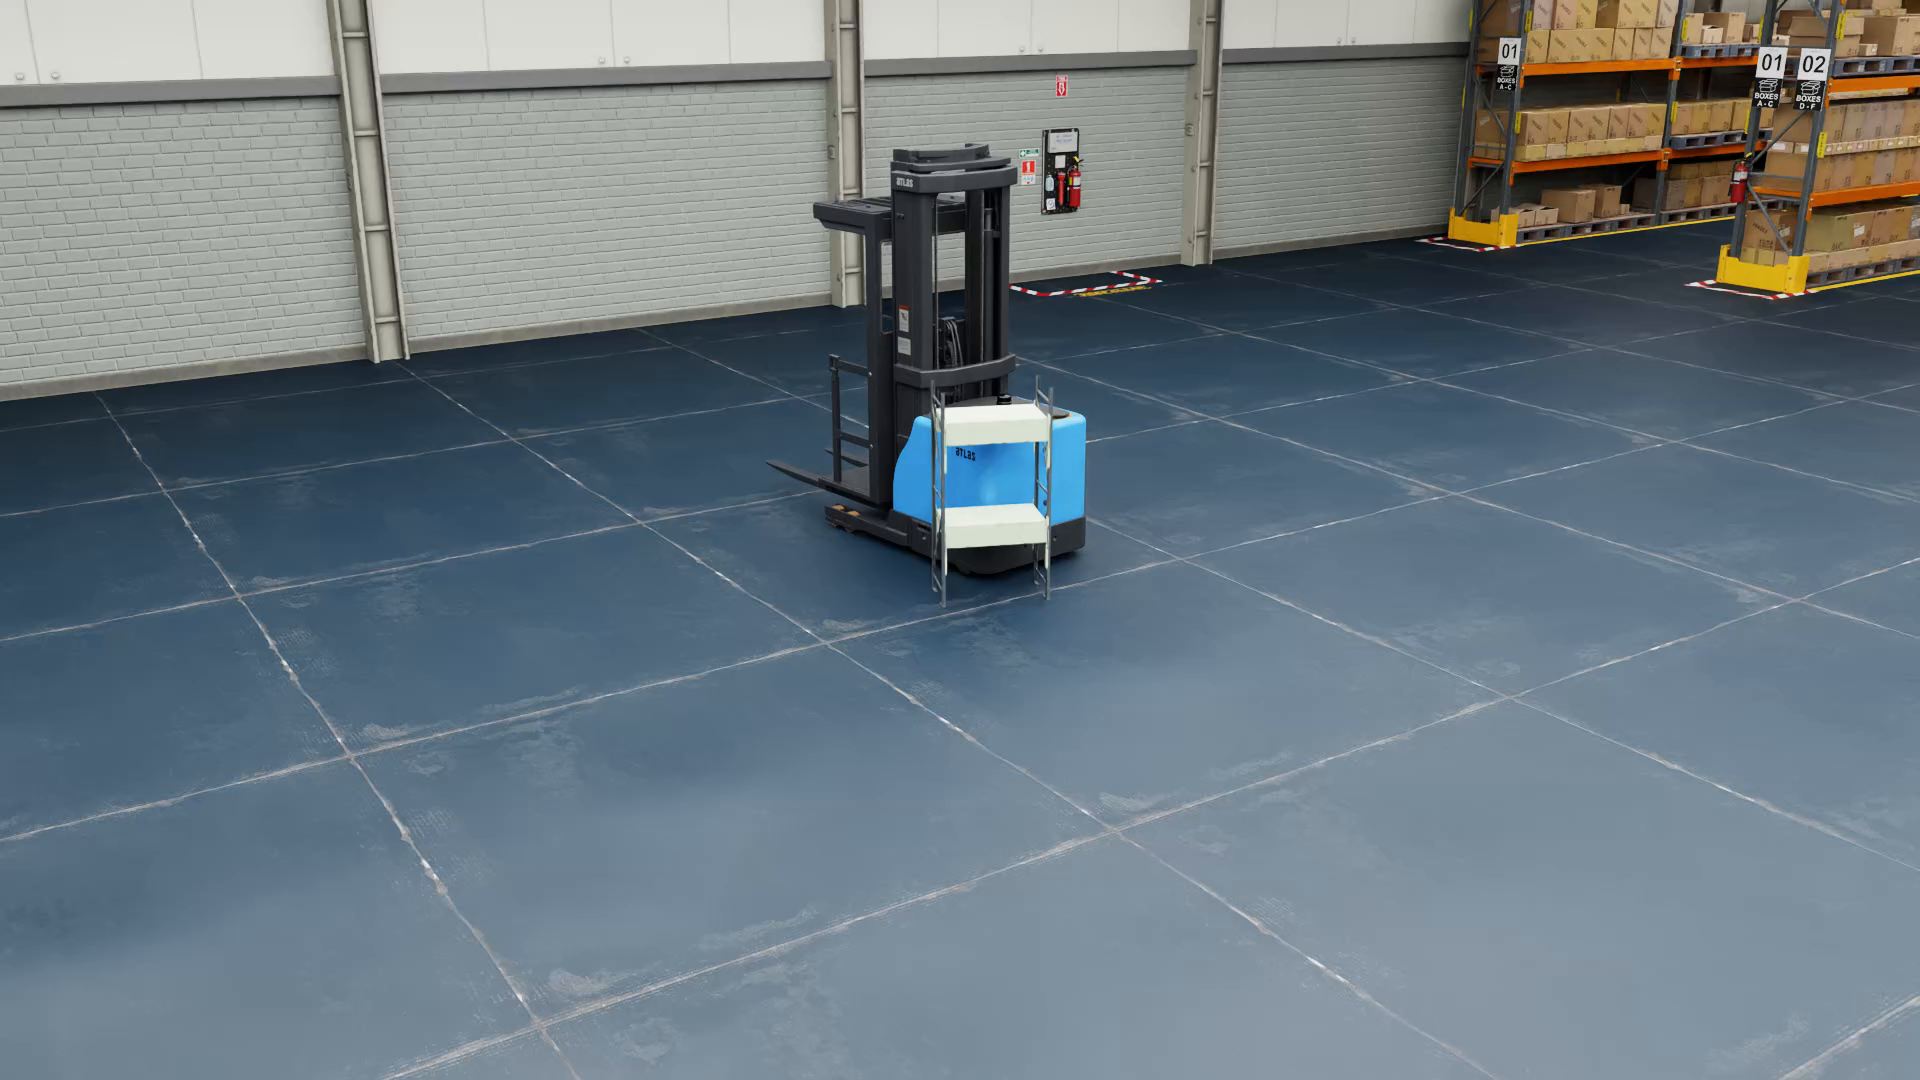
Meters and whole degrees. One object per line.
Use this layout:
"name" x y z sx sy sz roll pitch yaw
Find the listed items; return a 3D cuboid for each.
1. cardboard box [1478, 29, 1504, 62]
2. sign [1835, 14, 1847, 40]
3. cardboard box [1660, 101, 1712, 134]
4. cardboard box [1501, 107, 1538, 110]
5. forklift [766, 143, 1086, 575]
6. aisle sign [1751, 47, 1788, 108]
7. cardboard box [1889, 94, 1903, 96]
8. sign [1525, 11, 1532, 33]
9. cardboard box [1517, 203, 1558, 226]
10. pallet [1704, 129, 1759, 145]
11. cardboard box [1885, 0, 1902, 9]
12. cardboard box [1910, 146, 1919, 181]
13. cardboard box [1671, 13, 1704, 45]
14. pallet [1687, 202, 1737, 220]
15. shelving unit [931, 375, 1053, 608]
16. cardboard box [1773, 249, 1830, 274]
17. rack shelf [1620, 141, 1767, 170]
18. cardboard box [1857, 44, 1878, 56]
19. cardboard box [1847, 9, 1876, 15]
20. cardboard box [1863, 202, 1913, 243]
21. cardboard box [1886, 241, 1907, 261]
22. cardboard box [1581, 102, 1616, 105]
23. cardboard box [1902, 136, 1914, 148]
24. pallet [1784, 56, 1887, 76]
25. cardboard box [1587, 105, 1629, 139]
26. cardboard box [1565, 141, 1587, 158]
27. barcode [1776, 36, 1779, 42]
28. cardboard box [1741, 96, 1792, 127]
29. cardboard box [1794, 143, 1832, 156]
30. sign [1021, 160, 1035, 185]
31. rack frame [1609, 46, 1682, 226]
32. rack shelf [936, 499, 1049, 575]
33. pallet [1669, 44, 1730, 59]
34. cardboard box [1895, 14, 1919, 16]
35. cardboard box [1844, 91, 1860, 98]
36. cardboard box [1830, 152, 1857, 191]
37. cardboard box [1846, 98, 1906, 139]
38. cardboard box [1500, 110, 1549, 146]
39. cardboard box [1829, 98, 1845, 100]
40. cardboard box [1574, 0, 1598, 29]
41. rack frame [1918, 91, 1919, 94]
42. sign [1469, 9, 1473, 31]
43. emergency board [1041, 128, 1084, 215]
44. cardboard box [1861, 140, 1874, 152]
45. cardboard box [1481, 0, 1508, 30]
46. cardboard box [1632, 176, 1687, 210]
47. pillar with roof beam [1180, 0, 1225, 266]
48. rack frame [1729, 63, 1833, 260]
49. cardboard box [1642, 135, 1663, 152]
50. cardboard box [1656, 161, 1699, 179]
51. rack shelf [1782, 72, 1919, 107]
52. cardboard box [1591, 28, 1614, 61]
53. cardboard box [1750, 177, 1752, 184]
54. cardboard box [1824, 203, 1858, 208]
"cardboard box" 8.667 -7.911 26.590 0.500 0.500 0.500 -10 21 -28
"sign" 11.485 -6.691 21.680 0.005 0.325 0.100 -12 22 -31
"cardboard box" 12.713 -7.429 29.193 0.500 0.500 0.700 -9 21 -26
"cardboard box" 9.160 -6.811 27.241 0.500 0.500 0.500 -12 22 -31
"forklift" -0.404 -1.540 12.725 1.130 2.935 3.031 -15 24 -38
"aisle sign" 10.968 -6.266 22.537 0.004 0.787 0.394 -12 22 -31
"cardboard box" 17.812 -8.362 32.144 0.500 0.500 0.500 -12 22 -31
"sign" 8.756 -7.982 25.623 0.005 0.325 0.100 -12 22 -31
"cardboard box" 9.561 -5.425 27.619 0.500 0.311 0.500 -10 21 -27
"pallet" 13.508 -7.251 29.807 1.213 0.211 1.003 -12 22 -31
"cardboard box" 17.672 -10.318 31.883 0.500 0.250 0.500 -10 21 -28
"cardboard box" 13.721 -5.545 24.307 0.500 0.500 0.700 -12 22 -32
"cardboard box" 12.299 -8.739 28.414 0.500 0.500 0.500 -9 20 -24
"pallet" 13.467 -6.029 30.249 1.213 0.211 1.003 -12 22 -31
"shelving unit" 0.211 -0.333 11.385 0.755 1.500 0.431 -4 19 -11
"cardboard box" 11.755 -3.899 23.231 0.500 0.250 0.500 -12 22 -31
"rack shelf" 13.468 -7.008 29.914 4.000 0.370 1.077 -12 22 -31
"cardboard box" 12.264 -6.695 22.699 0.250 0.149 0.380 -12 22 -31
"cardboard box" 16.801 -9.770 31.434 0.500 0.500 0.700 -12 22 -31
"cardboard box" 13.419 -4.610 24.163 0.500 0.500 0.500 -12 22 -31
"cardboard box" 13.426 -4.251 24.273 0.500 0.250 0.500 -12 22 -31
"cardboard box" 10.856 -7.173 28.311 0.500 0.500 0.500 -12 22 -32
"cardboard box" 13.355 -5.698 23.747 0.250 0.149 0.380 -11 22 -30
"pallet" 11.790 -6.464 22.637 1.213 0.211 1.003 -12 22 -31
"cardboard box" 10.733 -6.949 27.648 0.500 0.500 0.500 -13 22 -33
"cardboard box" 9.894 -6.415 27.239 0.500 0.250 0.500 -12 22 -32
"barcode" 11.172 -6.846 22.720 0.075 0.075 0.001 -12 22 -31
"cardboard box" 14.752 -7.871 30.501 0.500 0.500 0.700 -15 24 -38
"cardboard box" 11.631 -5.334 22.669 0.250 0.149 0.380 -12 22 -32
"sign" 0.952 -5.112 23.126 0.234 0.329 0.001 -12 22 -31
"rack frame" 11.798 -6.996 28.756 0.127 3.000 1.000 -12 22 -31
"rack shelf" 0.211 -0.024 11.488 0.720 0.370 0.431 -4 19 -11
"pallet" 12.372 -8.409 28.543 1.003 0.211 1.213 -12 22 -31
"cardboard box" 13.960 -7.388 24.199 0.500 0.500 0.500 -10 21 -27
"cardboard box" 16.524 -8.449 31.230 0.500 0.250 0.500 -12 22 -31
"cardboard box" 12.018 -5.187 23.249 0.500 0.500 0.700 -11 22 -30
"cardboard box" 12.901 -5.989 23.594 0.500 0.500 0.700 -12 22 -31
"cardboard box" 9.021 -6.589 26.584 0.500 0.500 0.500 -12 22 -31
"cardboard box" 16.128 -8.006 31.090 0.500 0.500 0.500 -11 22 -30
"cardboard box" 9.781 -8.414 26.518 0.500 0.500 0.500 -11 22 -30
"rack frame" 18.479 -8.406 32.924 0.127 3.000 1.000 -12 22 -31
"sign" 8.169 -8.284 26.500 0.005 0.325 0.100 -12 22 -31
"emergency board" 1.470 -5.165 23.338 0.643 1.169 0.194 -12 22 -31
"cardboard box" 12.492 -5.516 23.208 0.250 0.149 0.380 -13 23 -33
"cardboard box" 8.674 -8.389 26.444 0.500 0.500 0.500 -11 21 -29
"cardboard box" 12.404 -6.155 29.483 0.500 0.500 0.700 -11 22 -30
"pillar with roof beam" 5.923 -7.280 20.228 0.400 9.000 9.100 -12 22 -31
"rack frame" 11.185 -4.968 22.755 0.127 3.000 1.000 -12 22 -31
"cardboard box" 11.569 -6.770 28.290 0.500 0.250 0.500 -12 22 -31
"cardboard box" 12.769 -6.589 29.595 0.500 0.250 0.500 -12 22 -33
"rack shelf" 12.855 -6.400 23.432 4.000 0.370 1.077 -12 22 -31
"cardboard box" 10.209 -8.039 26.970 0.500 0.500 0.500 -10 21 -28
"cardboard box" 14.072 -6.525 30.577 0.500 0.500 0.700 -12 22 -31
"cardboard box" 12.714 -4.661 24.315 0.500 0.500 0.500 -12 22 -31
